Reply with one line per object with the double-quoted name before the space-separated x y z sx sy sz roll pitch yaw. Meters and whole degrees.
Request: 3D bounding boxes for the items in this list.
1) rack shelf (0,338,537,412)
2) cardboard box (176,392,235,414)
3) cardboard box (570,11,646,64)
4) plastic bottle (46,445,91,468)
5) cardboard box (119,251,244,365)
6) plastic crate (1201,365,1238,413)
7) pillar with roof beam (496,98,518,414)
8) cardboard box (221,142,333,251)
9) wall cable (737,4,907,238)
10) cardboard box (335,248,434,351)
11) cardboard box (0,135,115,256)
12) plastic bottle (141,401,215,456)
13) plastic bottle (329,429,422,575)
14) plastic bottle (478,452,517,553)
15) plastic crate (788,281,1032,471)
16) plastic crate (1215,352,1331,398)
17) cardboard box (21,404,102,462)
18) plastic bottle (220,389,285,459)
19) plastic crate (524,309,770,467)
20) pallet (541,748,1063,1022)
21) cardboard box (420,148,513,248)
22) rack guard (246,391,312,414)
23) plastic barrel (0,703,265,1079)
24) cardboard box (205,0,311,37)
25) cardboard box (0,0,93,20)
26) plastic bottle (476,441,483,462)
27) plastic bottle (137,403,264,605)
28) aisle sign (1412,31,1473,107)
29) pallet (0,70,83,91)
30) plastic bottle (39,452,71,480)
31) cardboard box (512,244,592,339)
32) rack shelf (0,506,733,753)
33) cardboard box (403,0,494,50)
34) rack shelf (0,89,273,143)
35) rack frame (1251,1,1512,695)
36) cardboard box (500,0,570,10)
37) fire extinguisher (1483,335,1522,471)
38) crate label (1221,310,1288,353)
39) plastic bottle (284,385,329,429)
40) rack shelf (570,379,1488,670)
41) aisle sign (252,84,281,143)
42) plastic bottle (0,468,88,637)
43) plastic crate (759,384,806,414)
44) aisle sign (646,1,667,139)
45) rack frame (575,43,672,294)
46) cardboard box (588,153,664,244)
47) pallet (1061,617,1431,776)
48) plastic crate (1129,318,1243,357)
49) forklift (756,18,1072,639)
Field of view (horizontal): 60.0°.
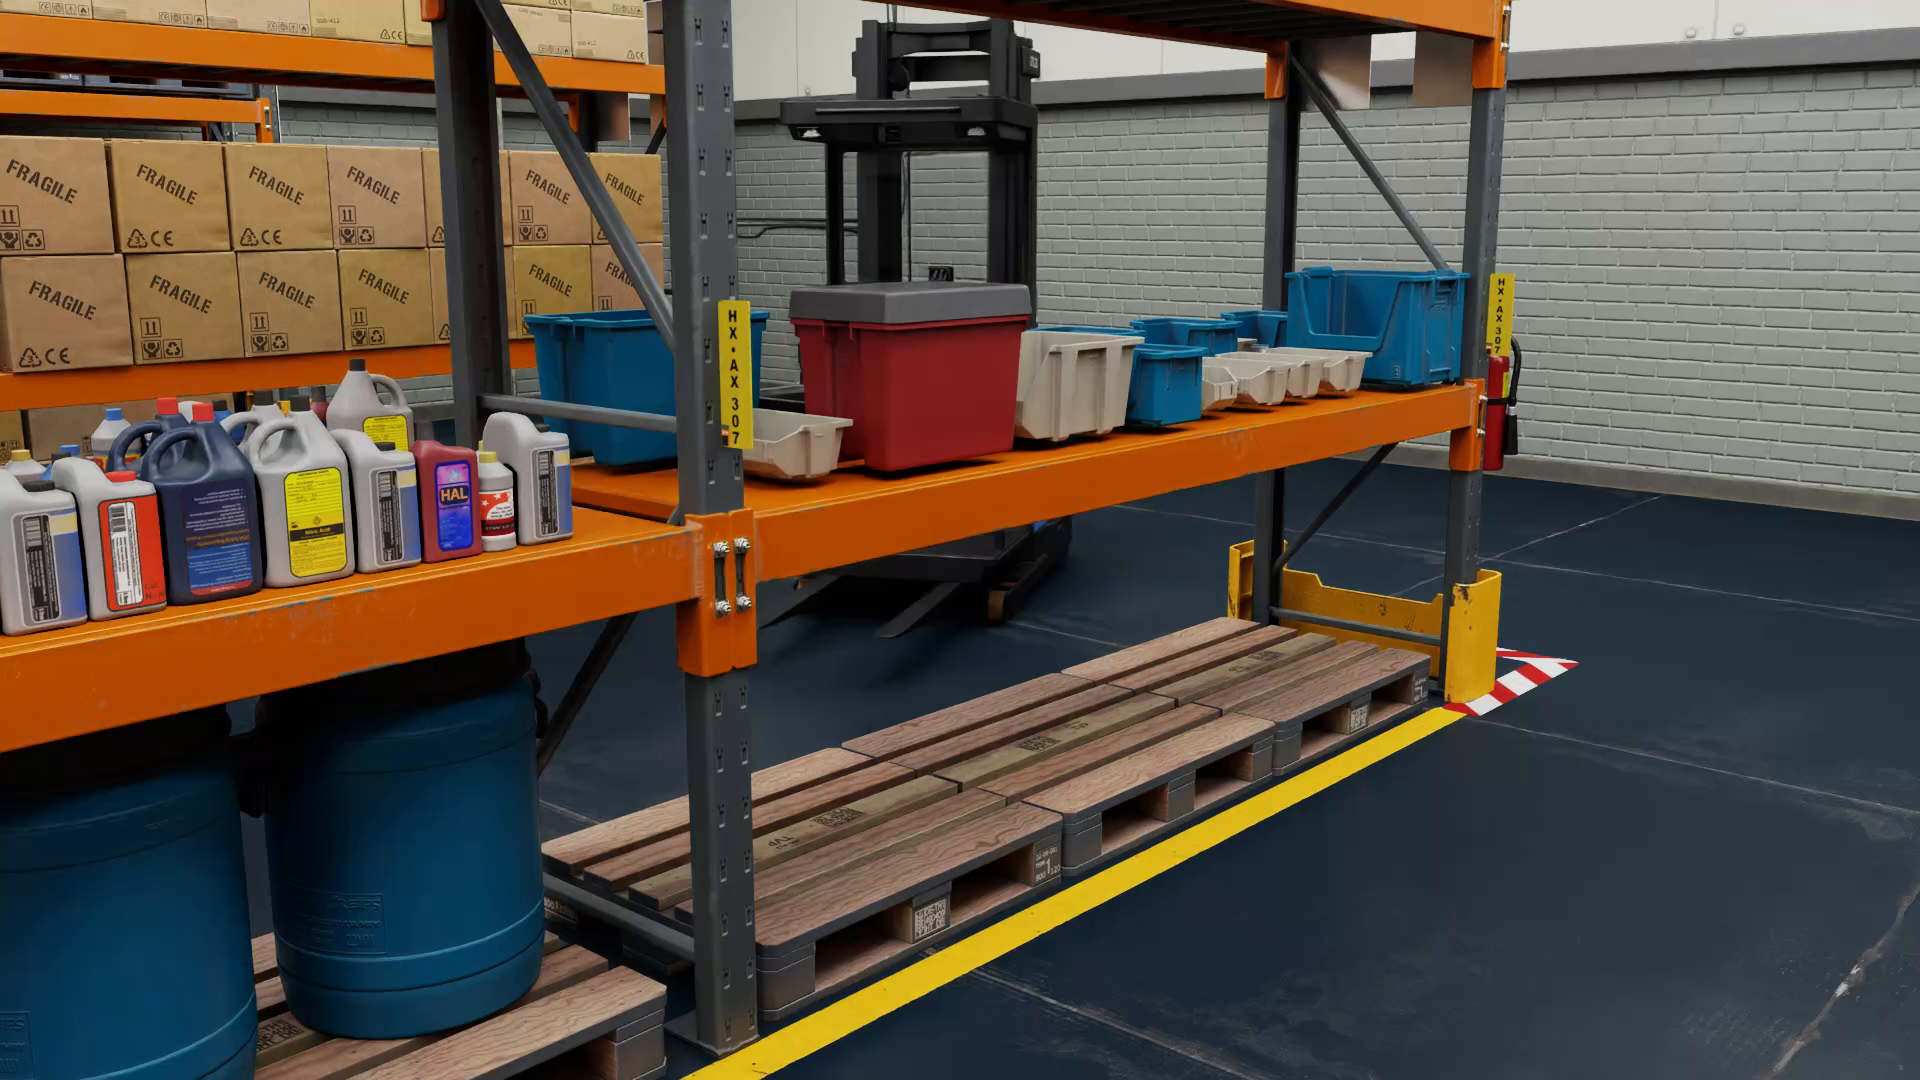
"rack shelf" -3.305 -0.882 8.807 1.077 0.370 4.000 10 15 40
"cardboard box" -6.095 -1.033 13.037 0.700 0.500 0.500 10 15 40
"cardboard box" -2.126 -2.817 9.382 0.500 0.250 0.500 10 15 40
"plastic bottle" -1.902 -0.102 3.570 0.097 0.201 0.097 0 11 0
"cardboard box" -3.749 -1.105 7.832 0.500 0.500 0.500 10 15 41
"plastic crate" 0.782 -0.514 5.647 0.298 0.136 0.250 10 15 40
"pillar with roof beam" -1.342 -5.064 12.588 9.100 9.000 0.400 10 15 40
"cardboard box" -3.423 -1.665 8.079 0.500 0.500 0.500 9 15 39
"wall cable" -1.706 -4.374 17.065 3.097 2.526 0.112 10 15 40
"cardboard box" -3.082 -1.254 8.574 0.500 0.500 0.500 9 15 40
"cardboard box" -4.103 -1.513 7.321 0.500 0.500 0.500 10 15 42
"plastic bottle" -1.740 -0.166 3.702 0.152 0.276 0.135 10 15 40
"plastic bottle" -1.166 -0.085 3.298 0.152 0.276 0.135 10 15 40
"plastic bottle" -0.980 -0.082 3.471 0.097 0.201 0.097 0 11 0
"plastic crate" -0.129 -0.460 4.537 0.402 0.464 0.583 10 15 40
"plastic crate" 1.129 -0.604 6.099 0.396 0.136 0.243 10 15 40
"cardboard box" -6.757 -0.886 12.297 0.700 0.500 0.500 9 14 39
"plastic bottle" -1.376 -0.117 3.263 0.144 0.351 0.185 10 15 40
"plastic crate" -0.855 -0.434 4.614 0.392 0.384 0.575 10 15 40
"pallet" -0.451 0.954 4.894 1.003 0.211 1.213 10 15 40
"cardboard box" -2.744 -1.816 8.839 0.500 0.500 0.500 10 15 42
"rack guard" -5.693 -0.947 13.676 1.175 0.500 0.348 10 15 40
"plastic barrel" -1.746 0.705 3.307 0.600 0.901 0.708 10 15 40
"cardboard box" -3.454 -2.524 7.915 0.500 0.250 0.500 10 15 40
"cardboard box" -4.118 -2.378 7.182 0.500 0.250 0.500 10 15 40
"plastic bottle" -1.030 -0.116 3.641 0.097 0.201 0.097 0 11 0
"plastic bottle" -1.390 -0.071 3.034 0.144 0.351 0.185 10 15 40
"aisle sign" 2.001 -2.136 6.609 0.394 0.787 0.004 10 15 40
"pallet" -6.996 -3.306 11.673 1.003 0.211 1.213 10 15 40
"plastic bottle" -1.604 -0.022 2.994 0.097 0.271 0.097 0 11 0
"cardboard box" -2.416 -1.401 9.309 0.500 0.500 0.500 10 15 41
"rack shelf" -2.227 0.347 2.651 1.077 0.370 4.000 10 15 40
"cardboard box" -2.785 -2.670 8.644 0.500 0.250 0.500 10 15 40
"rack shelf" -7.029 -2.993 11.717 1.077 0.370 4.000 10 15 40
"rack frame" 1.733 -0.888 7.001 1.000 3.000 0.127 10 15 40
"cardboard box" -2.462 -2.990 8.970 0.500 0.250 0.500 10 15 40
"fire extinguisher" 2.174 -0.631 6.862 0.296 0.674 0.183 10 15 40
"crate label" 1.323 -0.842 7.042 0.416 0.233 0.303 10 15 40
"plastic bottle" -1.558 -0.224 3.973 0.061 0.283 0.133 10 15 40
"rack shelf" 0.413 -0.241 5.598 1.077 0.370 4.000 10 15 40
"aisle sign" -5.436 -3.416 13.018 0.394 0.787 0.004 10 15 40
"plastic bottle" -1.587 0.008 2.827 0.152 0.276 0.135 10 15 40
"plastic crate" -0.370 -0.394 5.074 0.437 0.125 0.590 10 15 40
"aisle sign" -1.710 -2.775 9.807 0.394 0.787 0.004 10 15 40
"rack frame" -1.985 -1.529 10.210 1.000 3.000 0.127 10 15 40
"cardboard box" -2.072 -1.968 9.596 0.500 0.500 0.500 10 15 40
"pallet" 1.160 0.595 6.691 1.003 0.211 1.213 10 15 40
"plastic crate" 0.889 -0.745 6.557 0.416 0.233 0.300 10 15 40
"forklift" -0.217 -1.111 8.293 1.130 2.935 3.031 3 12 15
